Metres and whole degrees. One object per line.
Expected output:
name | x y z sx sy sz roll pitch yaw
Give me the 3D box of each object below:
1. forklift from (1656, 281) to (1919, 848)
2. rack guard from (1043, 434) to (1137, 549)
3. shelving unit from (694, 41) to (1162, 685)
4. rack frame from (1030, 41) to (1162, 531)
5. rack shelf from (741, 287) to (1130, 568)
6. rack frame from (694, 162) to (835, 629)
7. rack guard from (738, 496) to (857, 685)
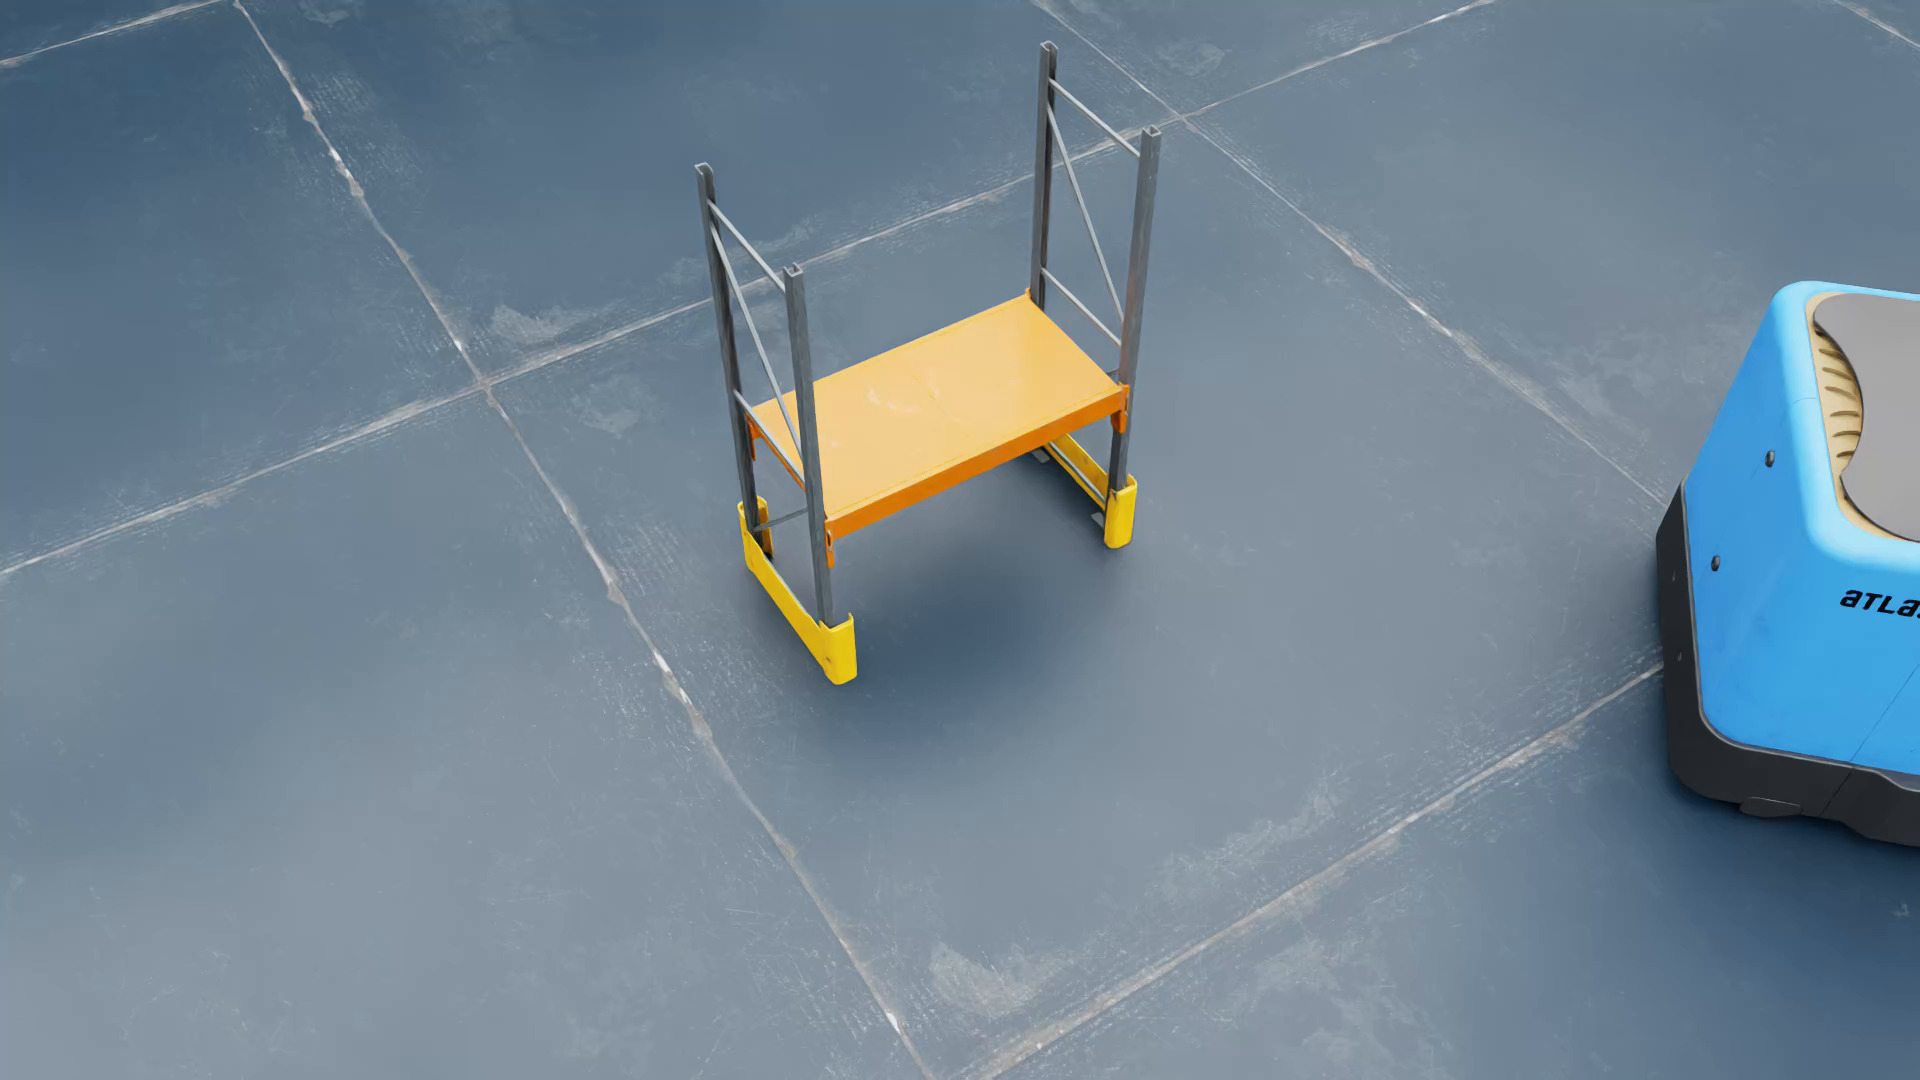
forklift | 3.539 -0.370 3.617 3.031 2.935 1.130 10 49 9
rack guard | 0.357 -0.251 5.306 0.087 0.250 0.587 -25 53 -21
shelving unit | -0.064 -0.468 4.663 1.083 1.500 0.587 -25 53 -21
rack frame | 0.358 -0.667 4.840 0.032 1.500 0.500 -25 53 -21
rack shelf | -0.072 -0.345 4.794 1.000 0.185 0.538 -25 53 -21
rack frame | -0.502 -0.262 4.479 0.032 1.500 0.500 -25 53 -21
rack guard | -0.486 0.146 4.953 0.087 0.250 0.587 -25 53 -21
